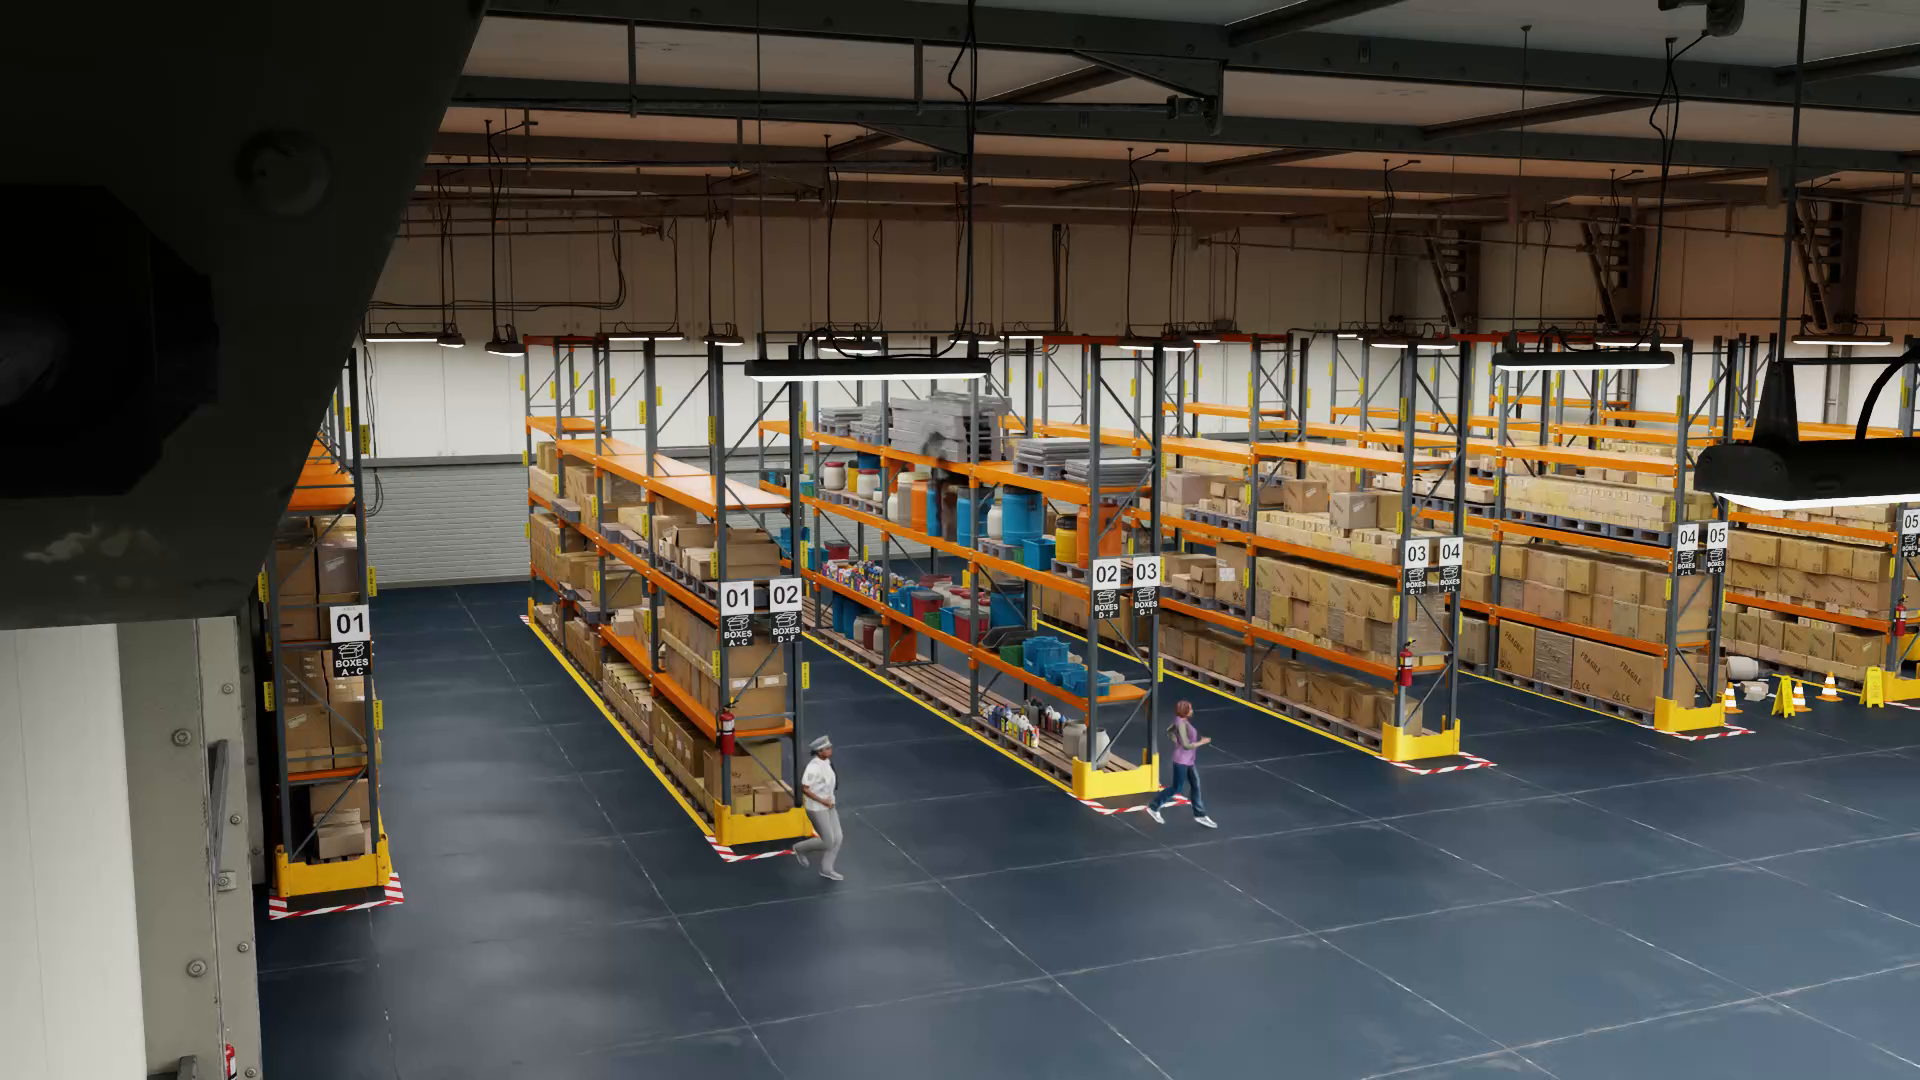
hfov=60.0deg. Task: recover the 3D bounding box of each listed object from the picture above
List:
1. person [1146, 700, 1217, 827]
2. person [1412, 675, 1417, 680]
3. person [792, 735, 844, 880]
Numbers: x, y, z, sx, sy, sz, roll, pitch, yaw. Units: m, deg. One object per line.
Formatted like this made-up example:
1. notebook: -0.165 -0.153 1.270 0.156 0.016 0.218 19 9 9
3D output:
1. person: 2.770 2.774 20.695 0.869 1.601 0.536 2 8 13
2. person: 7.963 1.644 29.432 0.624 1.612 0.546 -3 8 -24
3. person: -1.611 3.026 18.861 0.598 1.676 0.612 3 8 20
